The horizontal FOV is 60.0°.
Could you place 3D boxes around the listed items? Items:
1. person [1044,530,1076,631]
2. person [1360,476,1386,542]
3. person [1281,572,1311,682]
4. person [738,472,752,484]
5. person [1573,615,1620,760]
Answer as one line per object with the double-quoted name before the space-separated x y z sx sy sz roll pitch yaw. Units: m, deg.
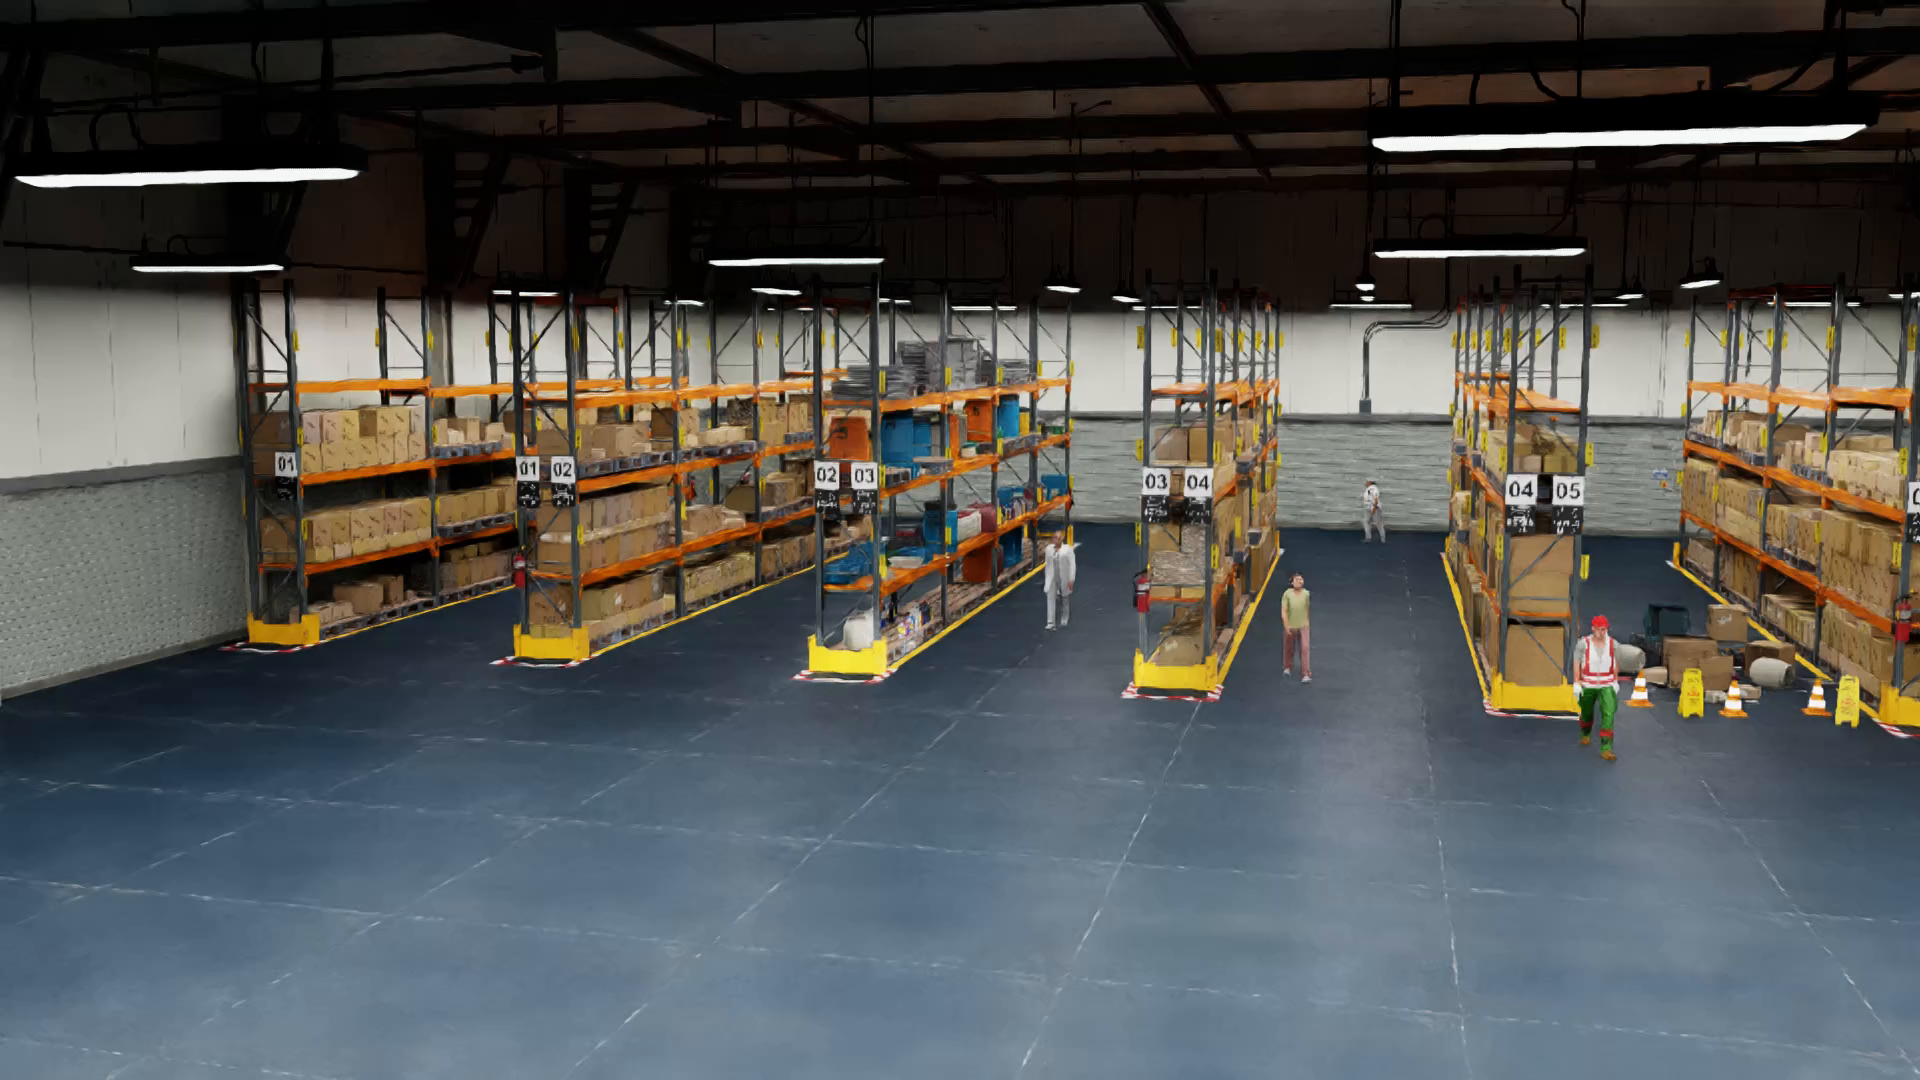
"person" 1.727 0.685 28.881 0.598 1.725 1.111 2 7 13
"person" 10.311 -0.770 41.368 0.603 1.647 0.533 -2 7 -17
"person" 4.947 1.259 24.517 0.446 1.604 1.013 1 7 5
"person" -5.427 -0.917 42.526 0.677 1.674 0.534 1 7 12
"person" 7.690 1.738 20.088 0.553 1.709 1.123 2 7 16
